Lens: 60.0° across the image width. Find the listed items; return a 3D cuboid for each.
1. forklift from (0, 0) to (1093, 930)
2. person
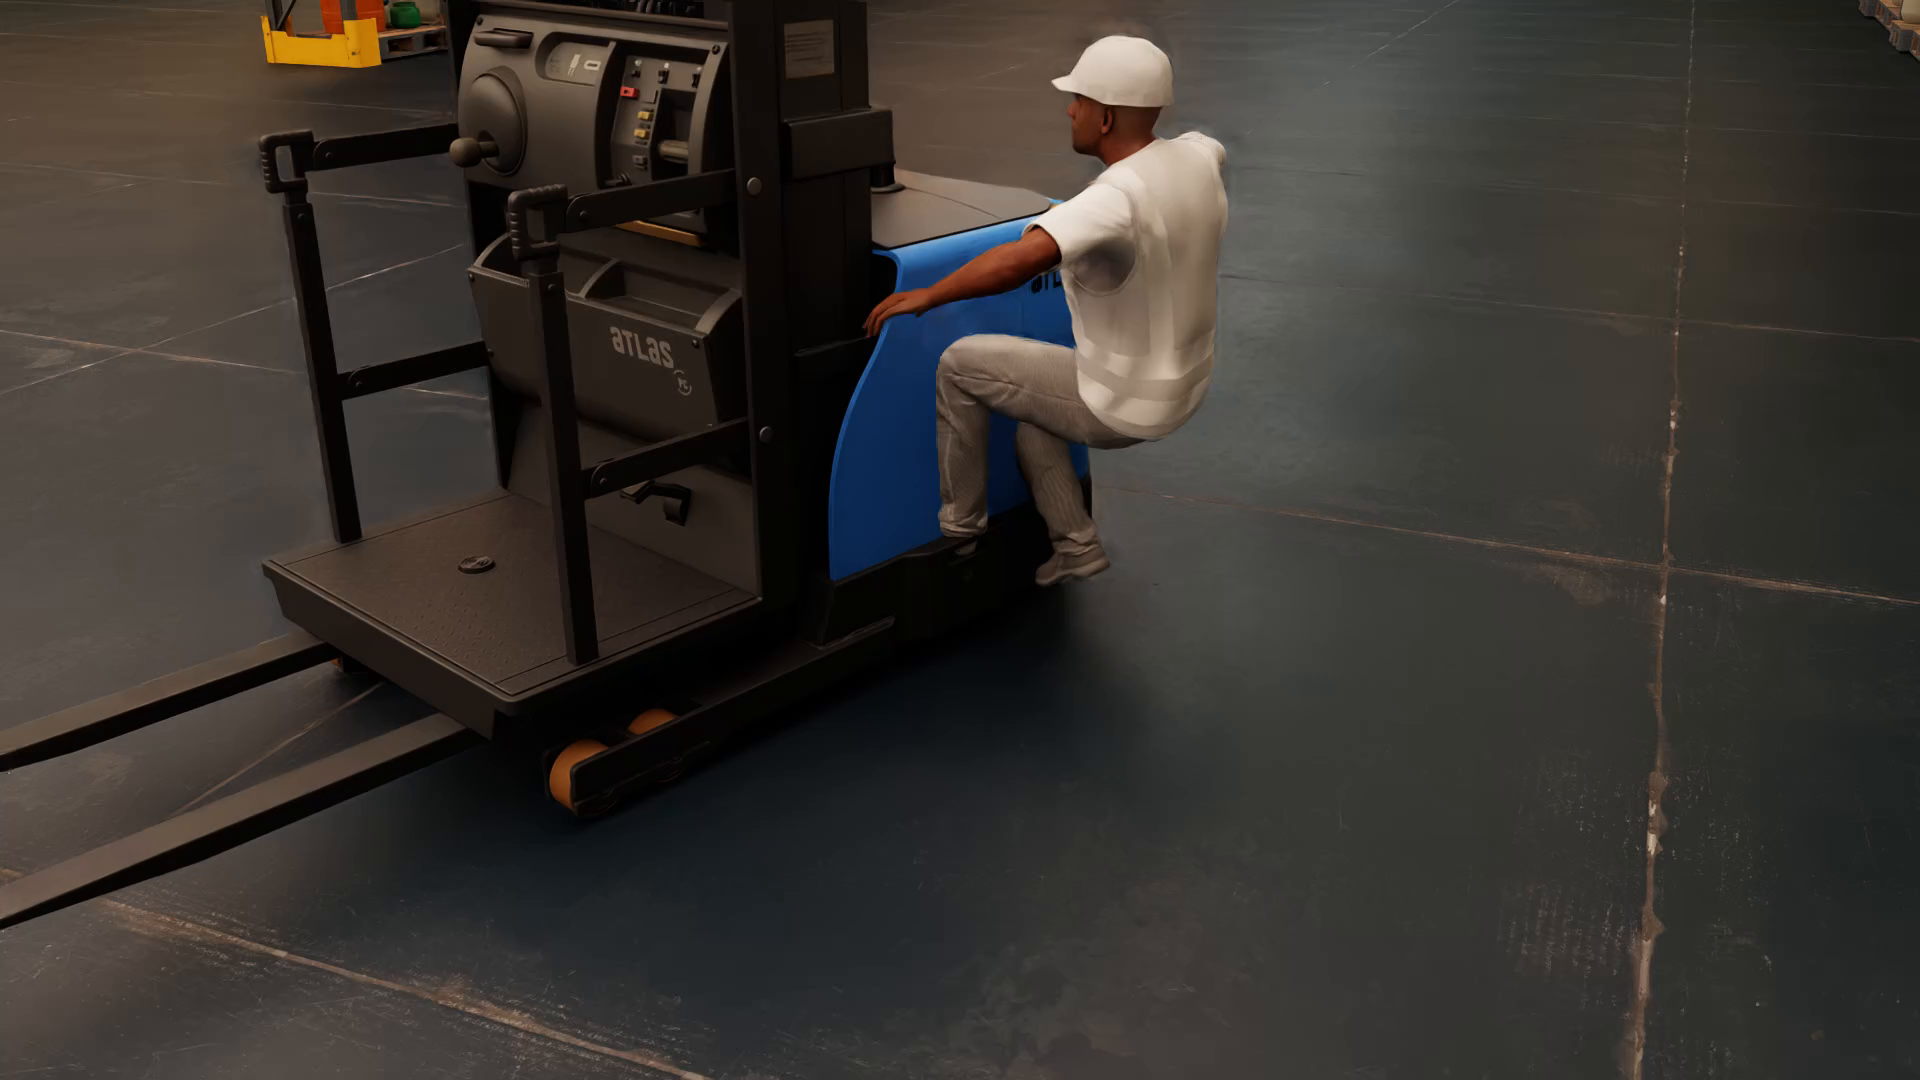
[{"bbox_3d":[-0.989,-0.968,3.608,1.130,2.935,3.031,20,30,39],"label":"forklift"},{"bbox_3d":[0.212,-0.503,4.192,0.842,1.500,1.186,12,26,27],"label":"person"}]
